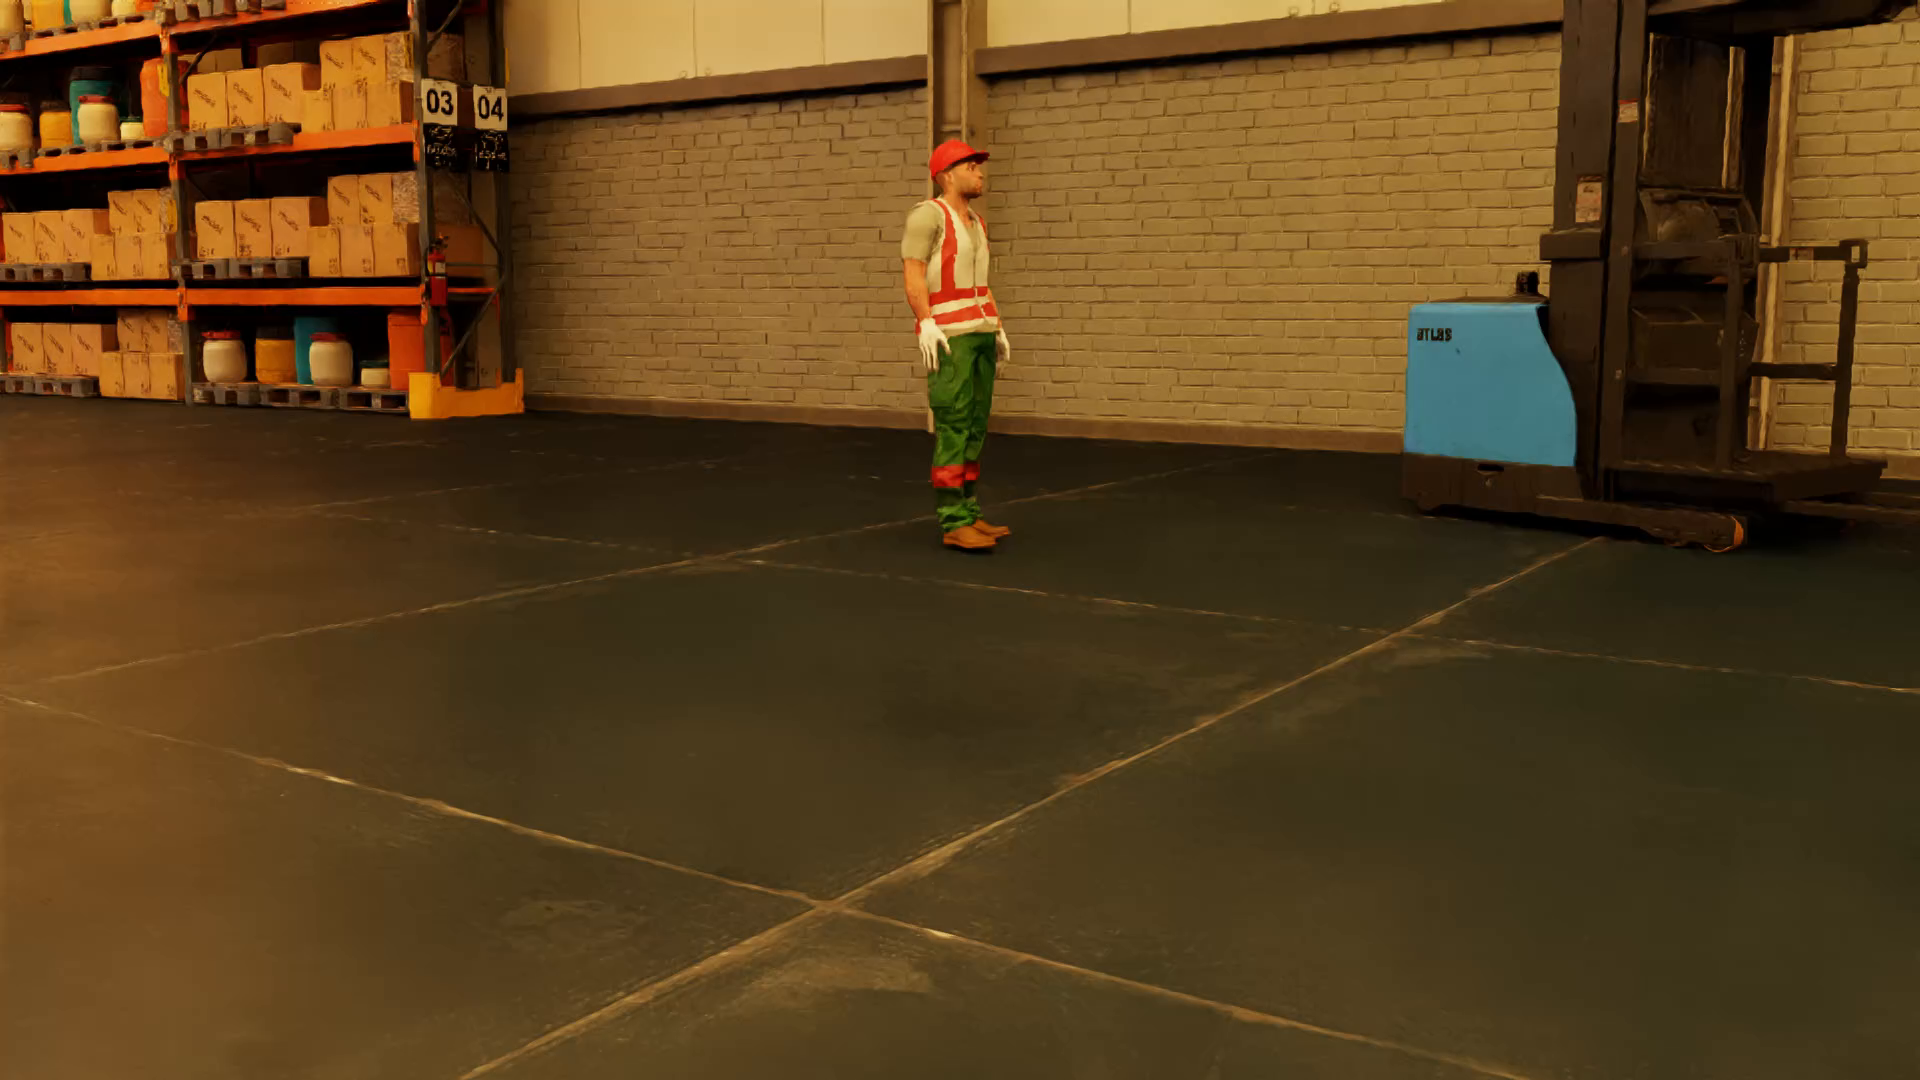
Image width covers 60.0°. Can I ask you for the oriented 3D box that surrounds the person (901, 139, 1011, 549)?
[{"bbox_3d":[0.060,-0.885,7.423,0.563,1.787,0.637,5,10,34],"label":"person"}]

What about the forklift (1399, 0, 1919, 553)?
[{"bbox_3d":[3.553,-1.473,7.553,1.130,2.935,3.031,-6,10,-36],"label":"forklift"}]
